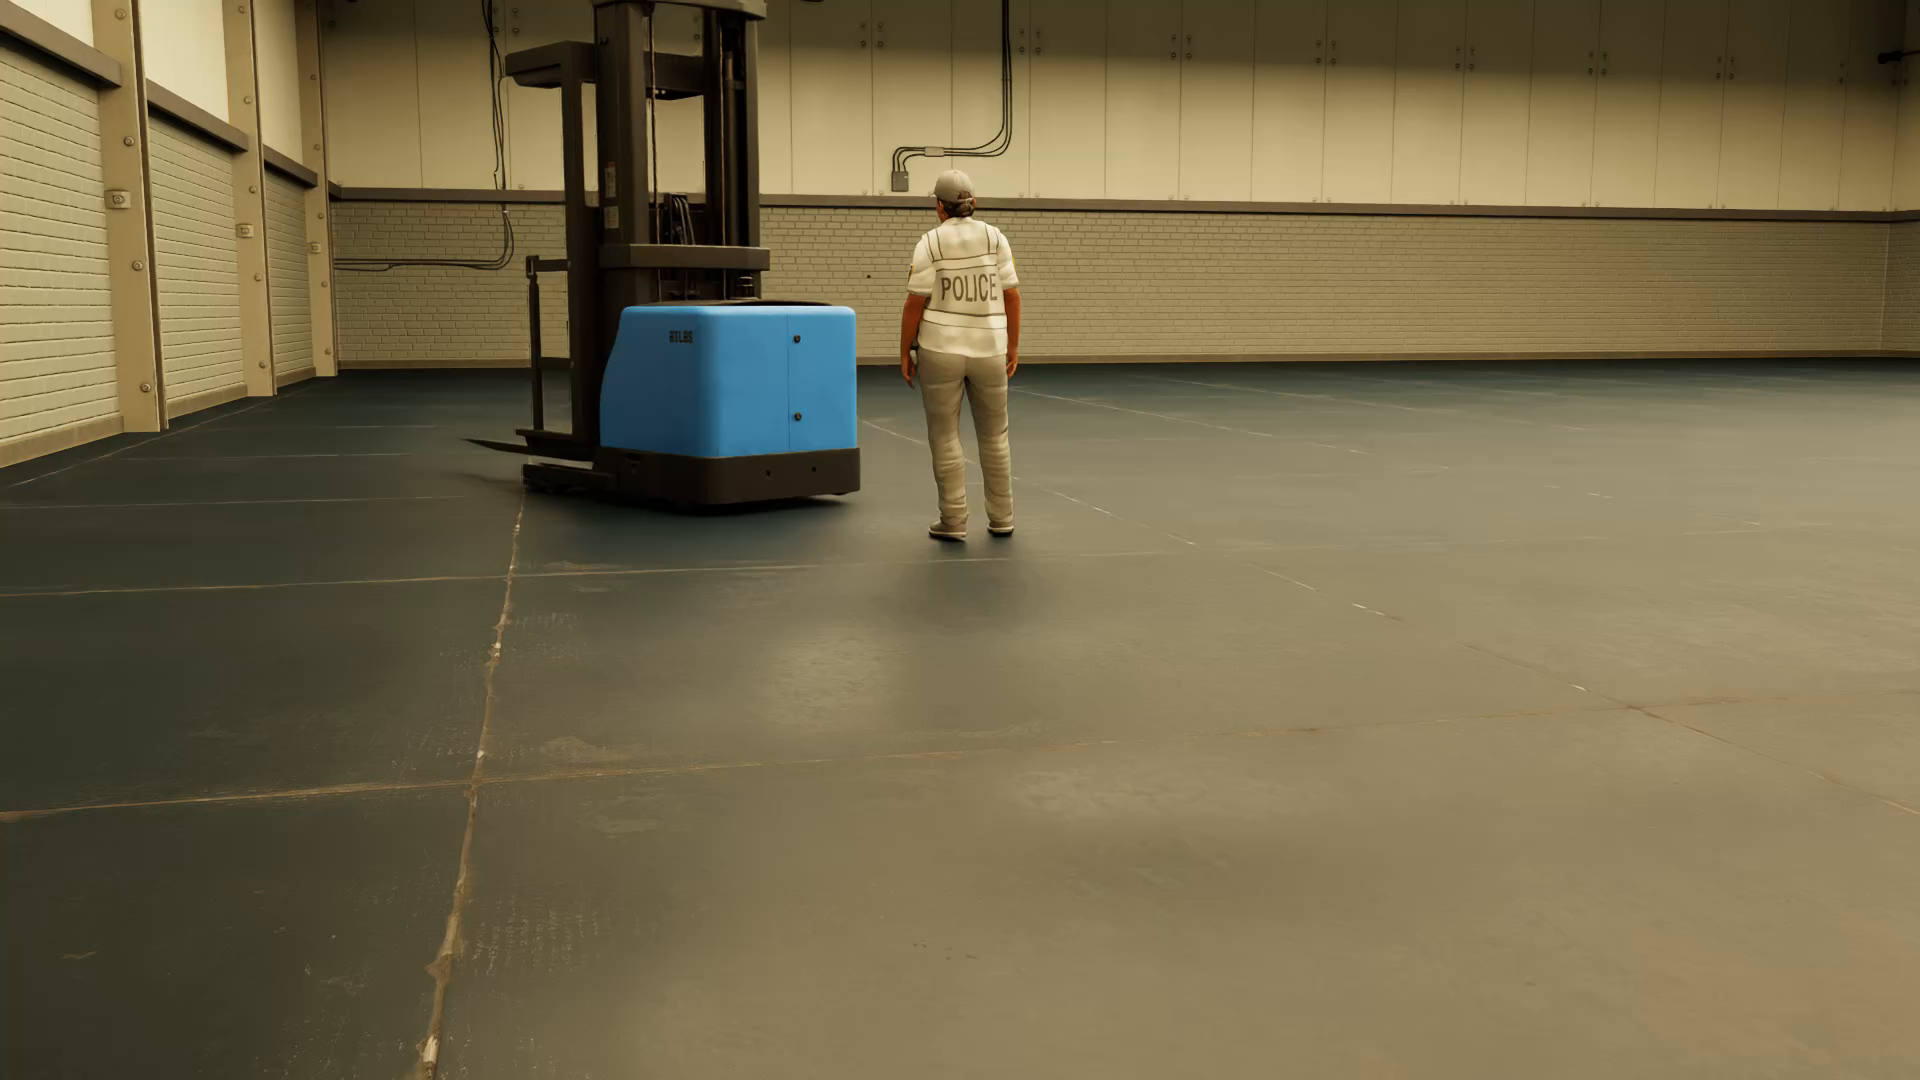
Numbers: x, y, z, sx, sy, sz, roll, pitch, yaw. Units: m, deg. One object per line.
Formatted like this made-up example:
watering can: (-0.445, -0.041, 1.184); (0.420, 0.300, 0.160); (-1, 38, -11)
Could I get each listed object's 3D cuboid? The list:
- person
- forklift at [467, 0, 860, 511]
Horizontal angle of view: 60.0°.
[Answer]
person: (0.005, -0.844, 7.670); (0.597, 1.670, 0.529); (-2, 8, -13)
forklift: (-1.914, -1.757, 9.686); (1.130, 2.935, 3.031); (-7, 11, -42)
